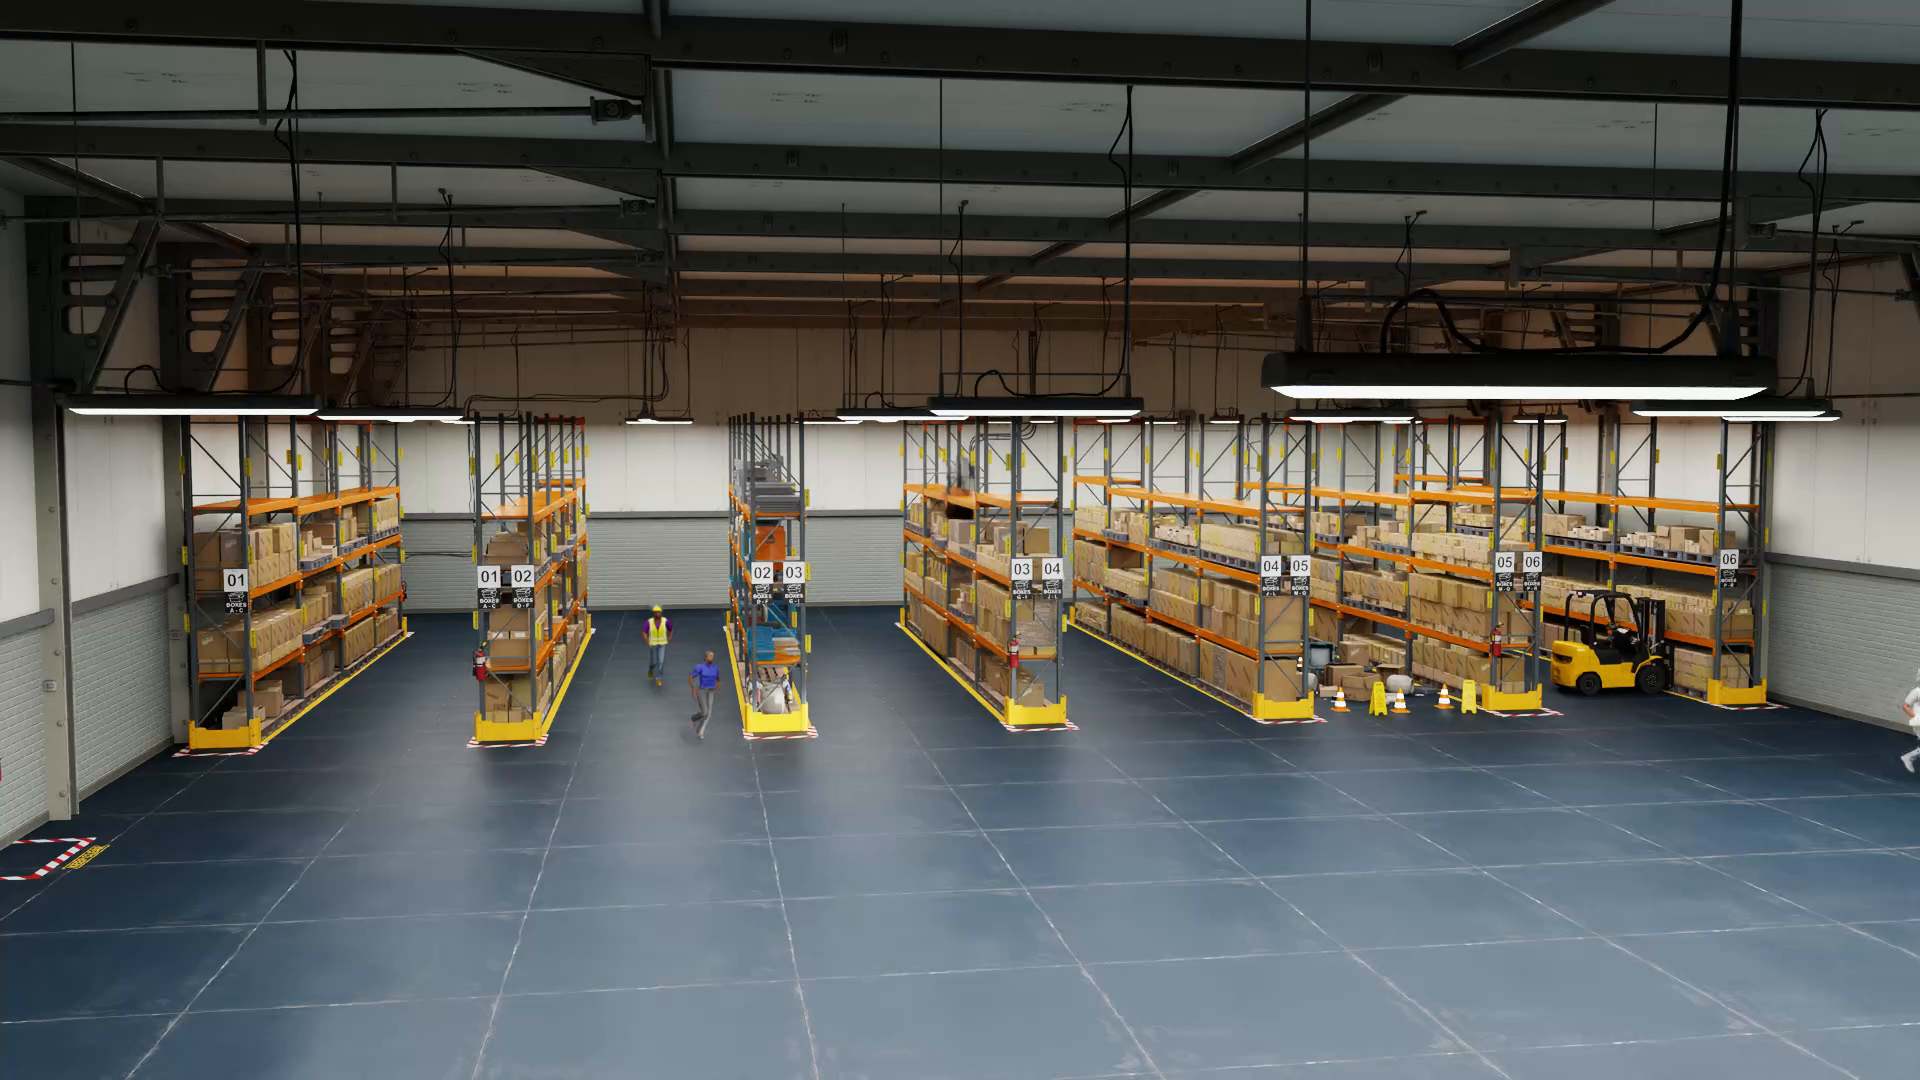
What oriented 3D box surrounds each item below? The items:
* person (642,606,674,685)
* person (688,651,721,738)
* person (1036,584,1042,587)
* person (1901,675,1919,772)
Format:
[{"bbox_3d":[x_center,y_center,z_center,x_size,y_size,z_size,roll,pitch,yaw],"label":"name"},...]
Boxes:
[{"bbox_3d":[-6.738,2.340,37.167,0.698,1.741,0.662,-1,4,-14],"label":"person"},{"bbox_3d":[-4.680,2.842,30.762,0.613,1.579,0.523,-3,5,-35],"label":"person"},{"bbox_3d":[2.107,1.563,48.840,0.746,1.688,0.609,2,4,29],"label":"person"},{"bbox_3d":[15.603,3.007,26.982,0.708,1.757,0.749,-2,4,-28],"label":"person"}]
